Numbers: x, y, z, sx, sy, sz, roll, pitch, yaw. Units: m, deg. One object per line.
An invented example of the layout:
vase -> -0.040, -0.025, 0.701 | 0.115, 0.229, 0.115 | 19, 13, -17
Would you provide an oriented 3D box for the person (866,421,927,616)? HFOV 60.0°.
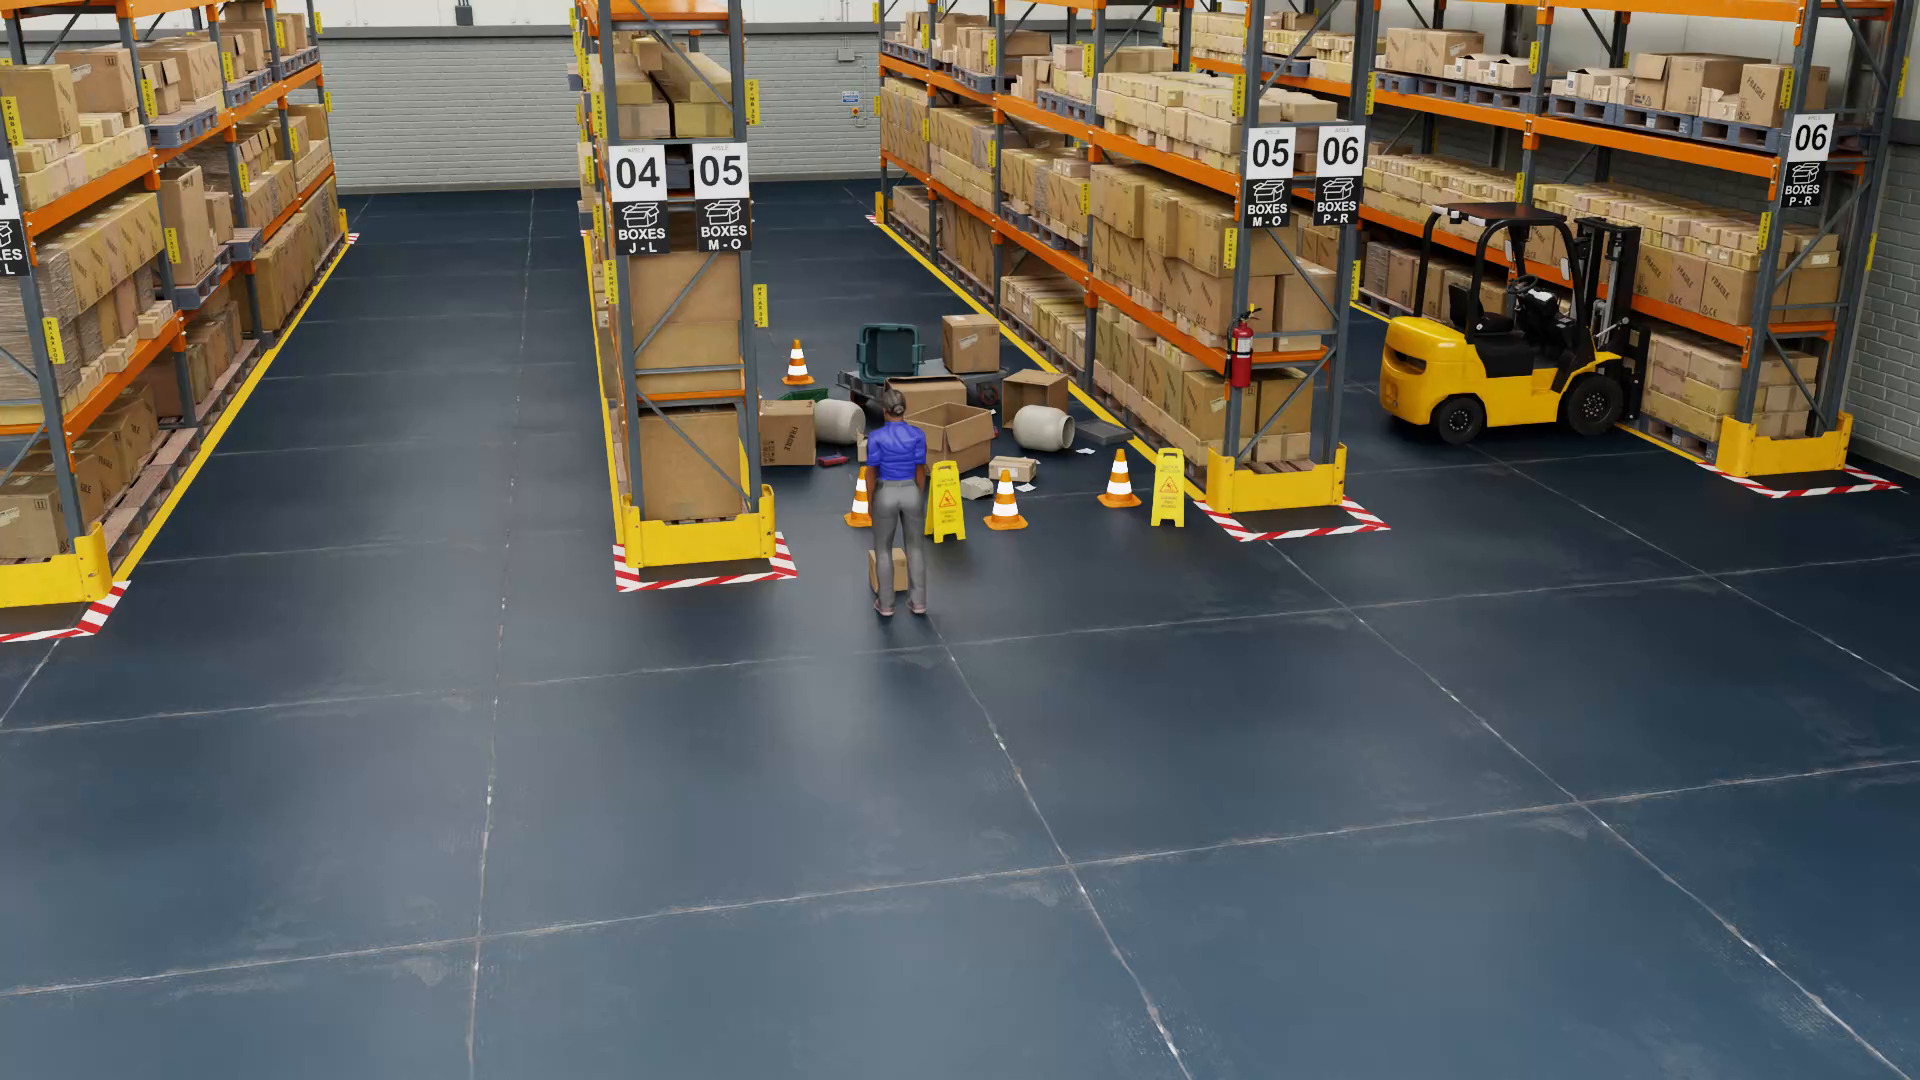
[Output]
person -> -0.454, -0.168, 11.872 | 0.429, 1.453, 0.300 | -4, 20, -11
